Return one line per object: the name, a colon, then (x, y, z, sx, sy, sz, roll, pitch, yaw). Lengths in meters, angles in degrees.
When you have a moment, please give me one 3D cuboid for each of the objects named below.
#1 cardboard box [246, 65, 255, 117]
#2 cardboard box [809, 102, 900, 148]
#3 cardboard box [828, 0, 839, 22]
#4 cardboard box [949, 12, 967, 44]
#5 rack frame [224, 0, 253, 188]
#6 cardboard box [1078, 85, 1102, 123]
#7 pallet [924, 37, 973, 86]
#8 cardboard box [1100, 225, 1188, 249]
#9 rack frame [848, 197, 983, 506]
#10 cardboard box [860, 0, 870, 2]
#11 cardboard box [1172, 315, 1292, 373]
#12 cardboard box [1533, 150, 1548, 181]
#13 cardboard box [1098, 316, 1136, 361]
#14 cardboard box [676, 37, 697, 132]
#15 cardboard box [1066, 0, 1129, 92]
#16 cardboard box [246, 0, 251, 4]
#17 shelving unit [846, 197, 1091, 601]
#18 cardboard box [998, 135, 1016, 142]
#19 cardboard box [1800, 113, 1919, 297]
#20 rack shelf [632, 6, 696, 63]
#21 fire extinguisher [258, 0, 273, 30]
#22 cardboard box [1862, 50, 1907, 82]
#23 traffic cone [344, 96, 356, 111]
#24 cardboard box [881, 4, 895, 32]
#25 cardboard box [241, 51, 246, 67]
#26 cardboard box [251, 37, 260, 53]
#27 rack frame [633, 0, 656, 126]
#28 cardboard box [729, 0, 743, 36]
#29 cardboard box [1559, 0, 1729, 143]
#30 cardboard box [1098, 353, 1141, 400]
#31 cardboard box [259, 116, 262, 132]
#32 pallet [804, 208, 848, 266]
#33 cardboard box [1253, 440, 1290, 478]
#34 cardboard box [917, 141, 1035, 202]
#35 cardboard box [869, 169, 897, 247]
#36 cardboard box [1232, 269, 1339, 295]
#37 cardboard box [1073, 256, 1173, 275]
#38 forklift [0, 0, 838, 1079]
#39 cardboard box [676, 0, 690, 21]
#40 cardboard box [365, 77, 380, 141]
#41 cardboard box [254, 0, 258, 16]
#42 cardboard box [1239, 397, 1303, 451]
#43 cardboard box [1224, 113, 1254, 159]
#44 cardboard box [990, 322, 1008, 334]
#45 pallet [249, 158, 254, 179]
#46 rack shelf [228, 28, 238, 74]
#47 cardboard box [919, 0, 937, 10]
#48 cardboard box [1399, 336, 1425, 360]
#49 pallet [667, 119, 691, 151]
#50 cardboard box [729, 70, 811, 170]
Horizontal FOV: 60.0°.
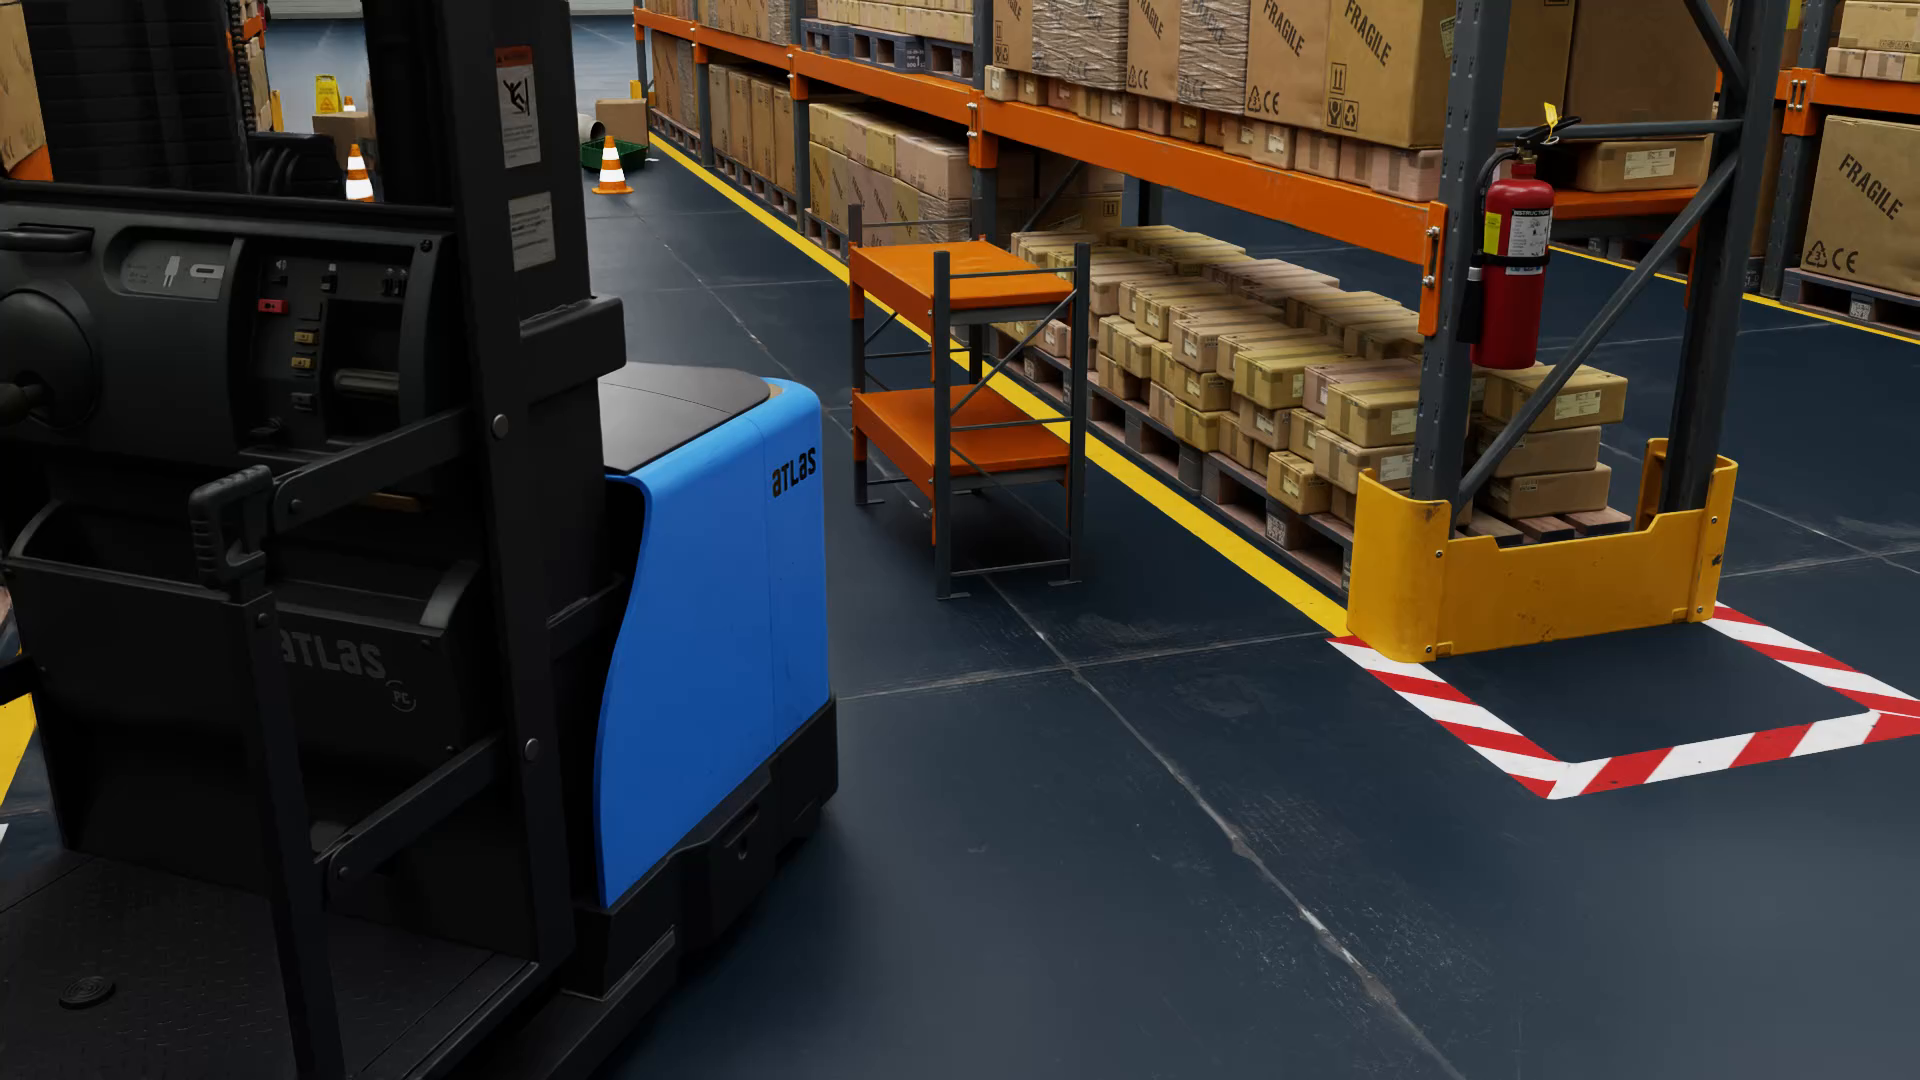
cardboard box: (-6.735, -4.072, 15.152, 0.500, 0.500, 0.500, -6, 20, -15)
cardboard box: (-0.714, -2.829, 11.321, 0.500, 0.250, 0.500, -7, 21, -20)
cardboard box: (-0.668, -3.530, 11.057, 0.380, 0.149, 0.250, -5, 20, -15)
cardboard box: (0.161, -2.687, 8.710, 0.380, 0.149, 0.250, -6, 21, -17)
rack frame: (-6.626, -4.427, 13.804, 1.000, 3.000, 0.127, -6, 21, -17)
cardboard box: (0.717, -1.843, 6.982, 0.380, 0.149, 0.250, -6, 21, -16)
pallet: (0.454, -2.588, 8.969, 1.003, 0.211, 1.213, -6, 21, -17)
cardboard box: (0.915, -1.467, 8.280, 0.380, 0.149, 0.250, -6, 21, -16)
rack frame: (-0.158, -0.690, 6.175, 0.500, 1.125, 0.032, -6, 21, -17)
cardboard box: (-0.409, -3.411, 10.287, 0.380, 0.149, 0.250, -6, 21, -17)
cardboard box: (1.021, -0.740, 6.254, 0.380, 0.149, 0.250, -6, 21, -15)
cardboard box: (1.903, -1.232, 5.281, 0.380, 0.149, 0.250, -6, 21, -15)
cardboard box: (0.807, -0.852, 7.007, 0.380, 0.149, 0.250, -7, 21, -18)
cardboard box: (-2.377, -4.681, 17.033, 0.875, 0.875, 0.875, -6, 21, -17)
cardboard box: (0.759, -2.096, 6.726, 0.500, 0.500, 0.500, -7, 21, -18)
cardboard box: (-7.144, -5.430, 16.010, 0.500, 0.500, 0.500, -6, 21, -17)
shelving unit: (0.002, -0.527, 5.720, 0.538, 1.125, 1.048, -6, 21, -17)
cardboard box: (0.405, -2.228, 9.649, 0.500, 0.250, 0.500, -6, 21, -16)
cardboard box: (5.428, -1.890, 9.262, 0.875, 0.875, 0.875, -6, 21, -17)
rack shelf: (-2.587, -5.288, 17.267, 1.077, 0.370, 4.000, -6, 21, -17)
fire extinguisher: (-7.482, -5.760, 17.629, 0.296, 0.674, 0.183, -6, 21, -17)
cardboard box: (5.156, -2.580, 9.033, 0.380, 0.149, 0.250, -7, 21, -19)
traffic cone: (-6.523, -4.516, 17.804, 0.336, 0.463, 0.334, -6, 21, -17)
cardboard box: (-0.253, -3.107, 9.880, 0.380, 0.149, 0.250, -7, 21, -19)
cardboard box: (-6.537, -4.253, 14.697, 0.380, 0.149, 0.250, -6, 21, -16)
cardboard box: (-7.205, -4.932, 16.588, 0.380, 0.149, 0.250, -6, 21, -16)
rack frame: (-3.216, -6.269, 18.932, 1.000, 3.000, 0.127, -6, 21, -17)
cardboard box: (-1.575, -4.349, 13.440, 0.500, 0.500, 0.500, -6, 21, -16)
cardboard box: (1.934, -1.495, 5.053, 0.500, 0.500, 0.500, -5, 20, -15)
cardboard box: (0.812, -0.711, 7.054, 0.380, 0.149, 0.250, -7, 21, -19)
cardboard box: (-6.903, -3.888, 15.751, 0.500, 0.250, 0.500, -7, 21, -18)
pallet: (-0.457, -2.138, 11.557, 1.003, 0.211, 1.213, -6, 21, -17)
cardboard box: (1.271, -0.303, 5.918, 0.380, 0.149, 0.250, -6, 21, -17)
cardboard box: (0.082, -2.004, 9.026, 0.500, 0.250, 0.500, -7, 21, -19)
cardboard box: (-0.234, -1.980, 10.067, 0.500, 0.500, 0.500, -7, 21, -18)
cardboard box: (1.394, -1.056, 7.137, 0.380, 0.149, 0.250, -7, 21, -19)
cardboard box: (0.728, -1.169, 7.451, 0.380, 0.149, 0.250, -7, 21, -19)
forklift: (-1.294, -0.319, 2.469, 1.130, 2.935, 3.031, 7, 21, 20)
cardboard box: (-2.280, -5.347, 16.144, 0.875, 0.550, 0.550, -6, 21, -17)
cardboard box: (-4.946, -3.805, 14.651, 0.500, 0.500, 0.500, -6, 21, -17)
cardboard box: (-7.378, -5.425, 16.955, 0.380, 0.149, 0.250, -7, 21, -18)
cardboard box: (1.211, -0.436, 5.848, 0.380, 0.149, 0.250, -7, 21, -19)
cardboard box: (1.149, -1.420, 5.805, 0.380, 0.149, 0.250, -7, 21, -20)
cardboard box: (0.365, -1.123, 8.201, 0.380, 0.149, 0.250, -7, 21, -20)
pallet: (-6.871, -3.326, 14.865, 1.003, 0.211, 1.213, -6, 21, -17)
rack shelf: (-5.997, -3.446, 12.138, 1.077, 0.370, 4.000, -6, 21, -17)
cardboard box: (-0.006, -2.996, 9.129, 0.380, 0.149, 0.250, -7, 21, -19)
cardboard box: (1.813, -0.645, 5.990, 0.380, 0.149, 0.250, -6, 21, -17)
pallet: (-2.511, -4.317, 17.624, 1.003, 0.211, 1.213, -6, 21, -17)
cardboard box: (-1.379, -3.624, 14.276, 1.050, 0.750, 0.750, -6, 21, -17)
